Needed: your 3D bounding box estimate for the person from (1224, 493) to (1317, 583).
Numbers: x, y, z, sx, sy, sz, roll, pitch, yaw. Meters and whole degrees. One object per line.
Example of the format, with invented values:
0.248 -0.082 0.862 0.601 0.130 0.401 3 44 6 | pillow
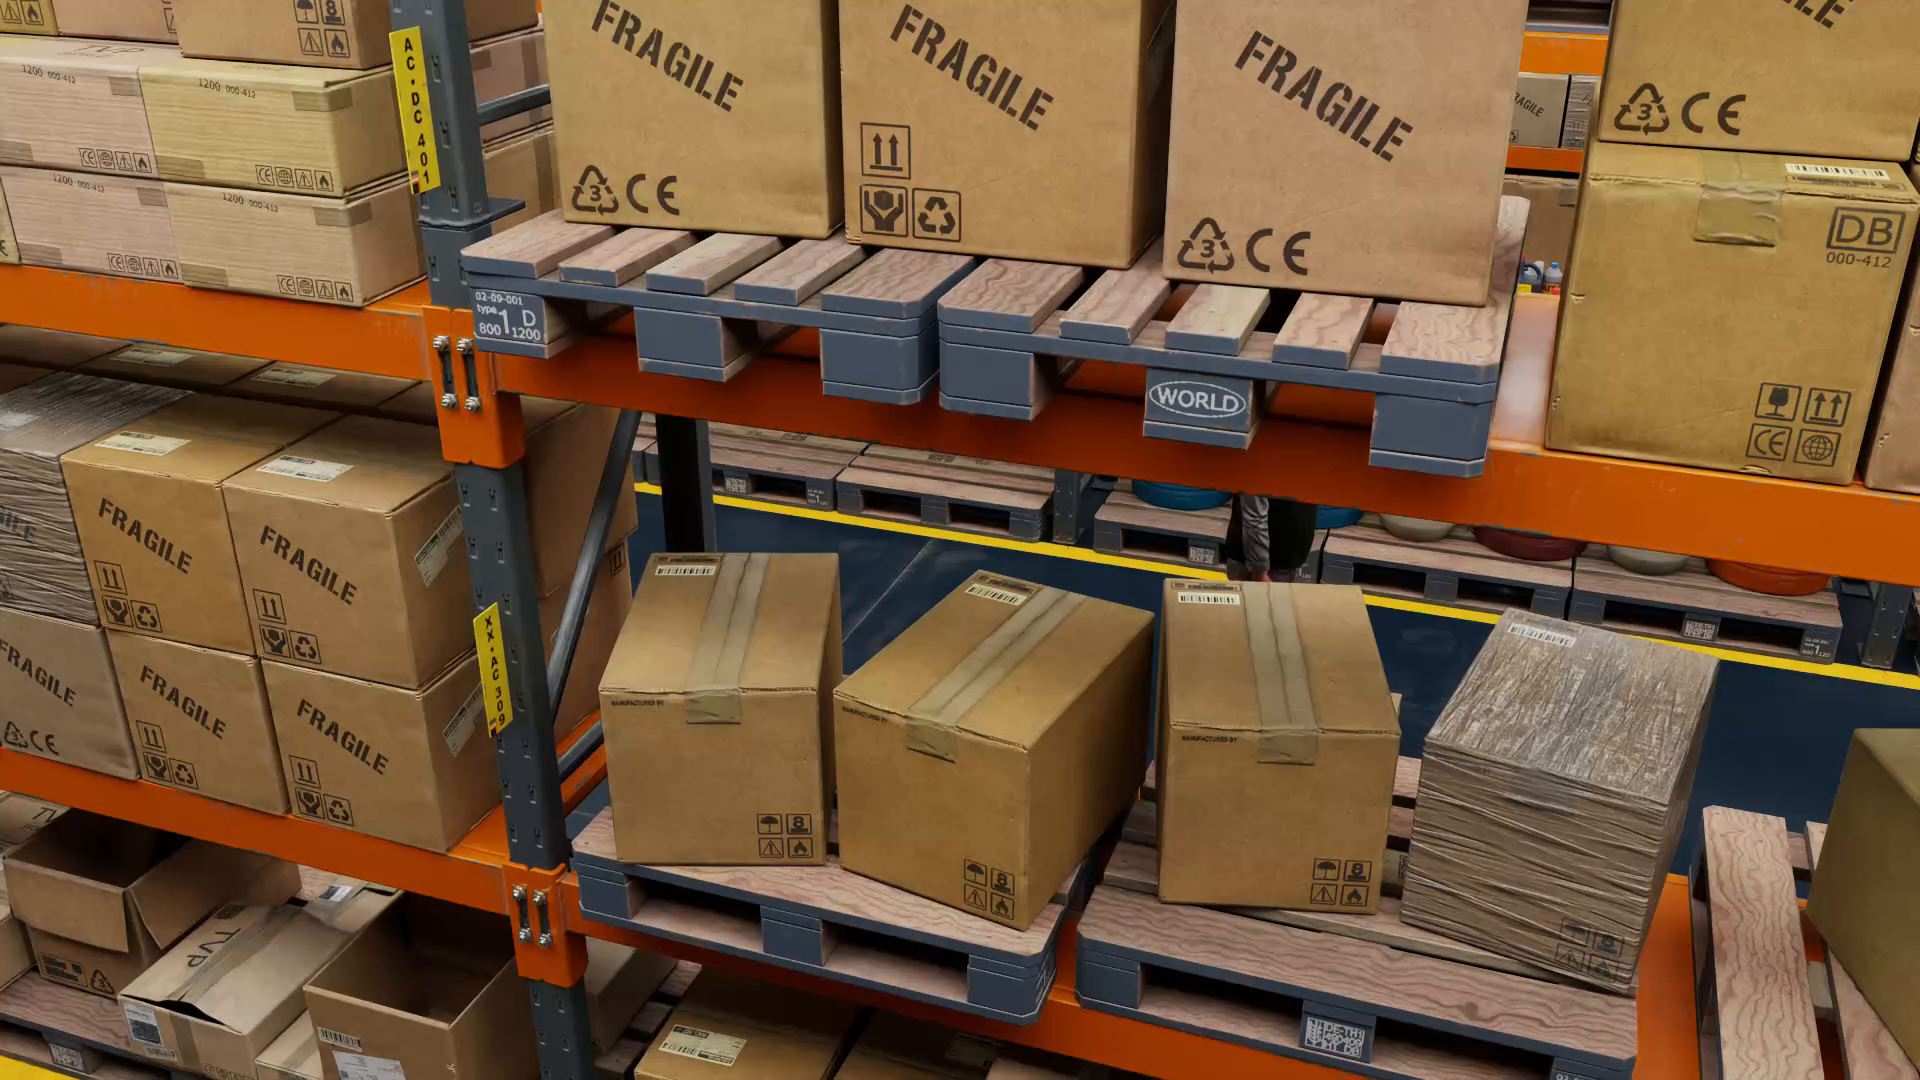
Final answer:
1.294 0.110 7.006 0.359 1.636 0.530 9 27 19 | person
